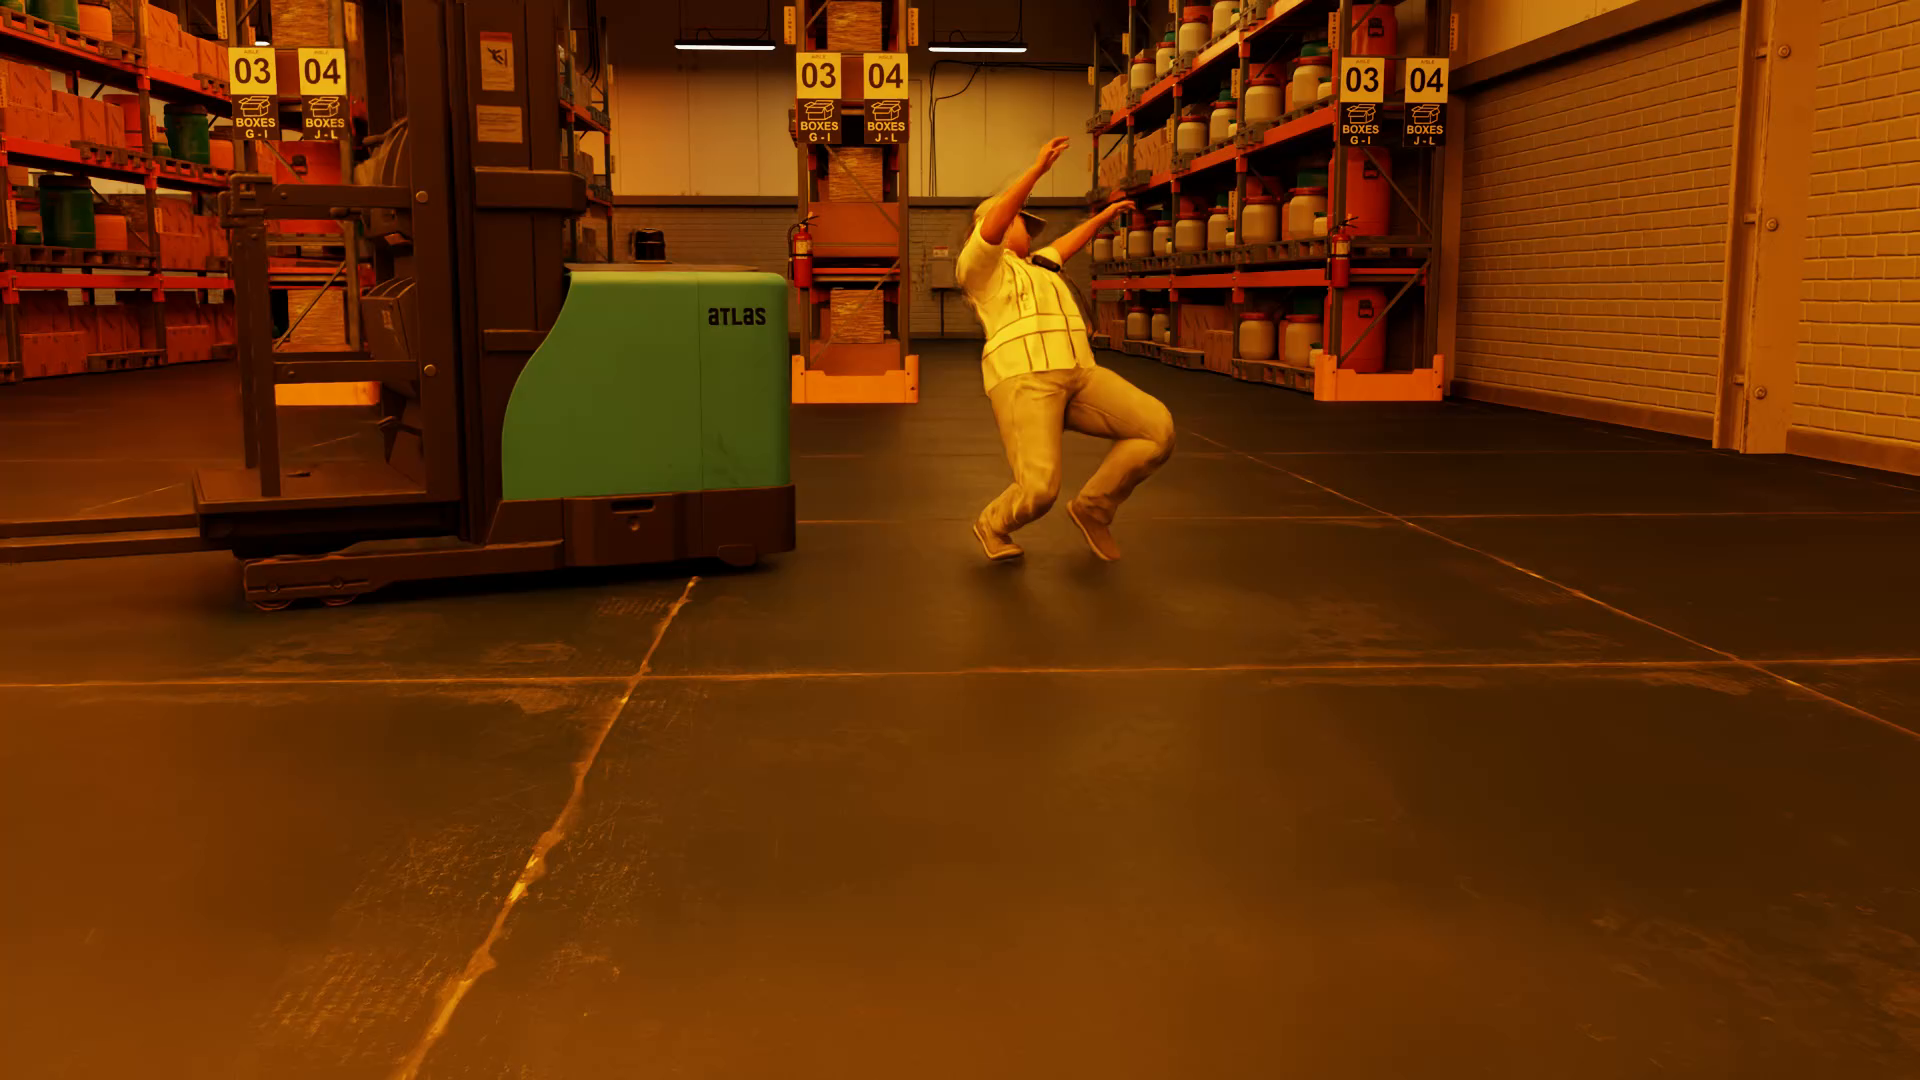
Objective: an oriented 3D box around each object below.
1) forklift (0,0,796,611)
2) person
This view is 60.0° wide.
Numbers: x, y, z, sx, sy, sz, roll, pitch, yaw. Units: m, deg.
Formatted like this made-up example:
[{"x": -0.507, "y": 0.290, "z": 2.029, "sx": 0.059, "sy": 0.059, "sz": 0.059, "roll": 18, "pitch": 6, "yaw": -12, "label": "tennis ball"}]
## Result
[{"x": -2.160, "y": -1.312, "z": 5.667, "sx": 3.031, "sy": 2.935, "sz": 1.130, "roll": -4, "pitch": 9, "yaw": -25, "label": "forklift"}, {"x": 0.457, "y": -0.692, "z": 6.277, "sx": 0.777, "sy": 1.577, "sz": 1.011, "roll": 8, "pitch": 12, "yaw": 43, "label": "person"}]
